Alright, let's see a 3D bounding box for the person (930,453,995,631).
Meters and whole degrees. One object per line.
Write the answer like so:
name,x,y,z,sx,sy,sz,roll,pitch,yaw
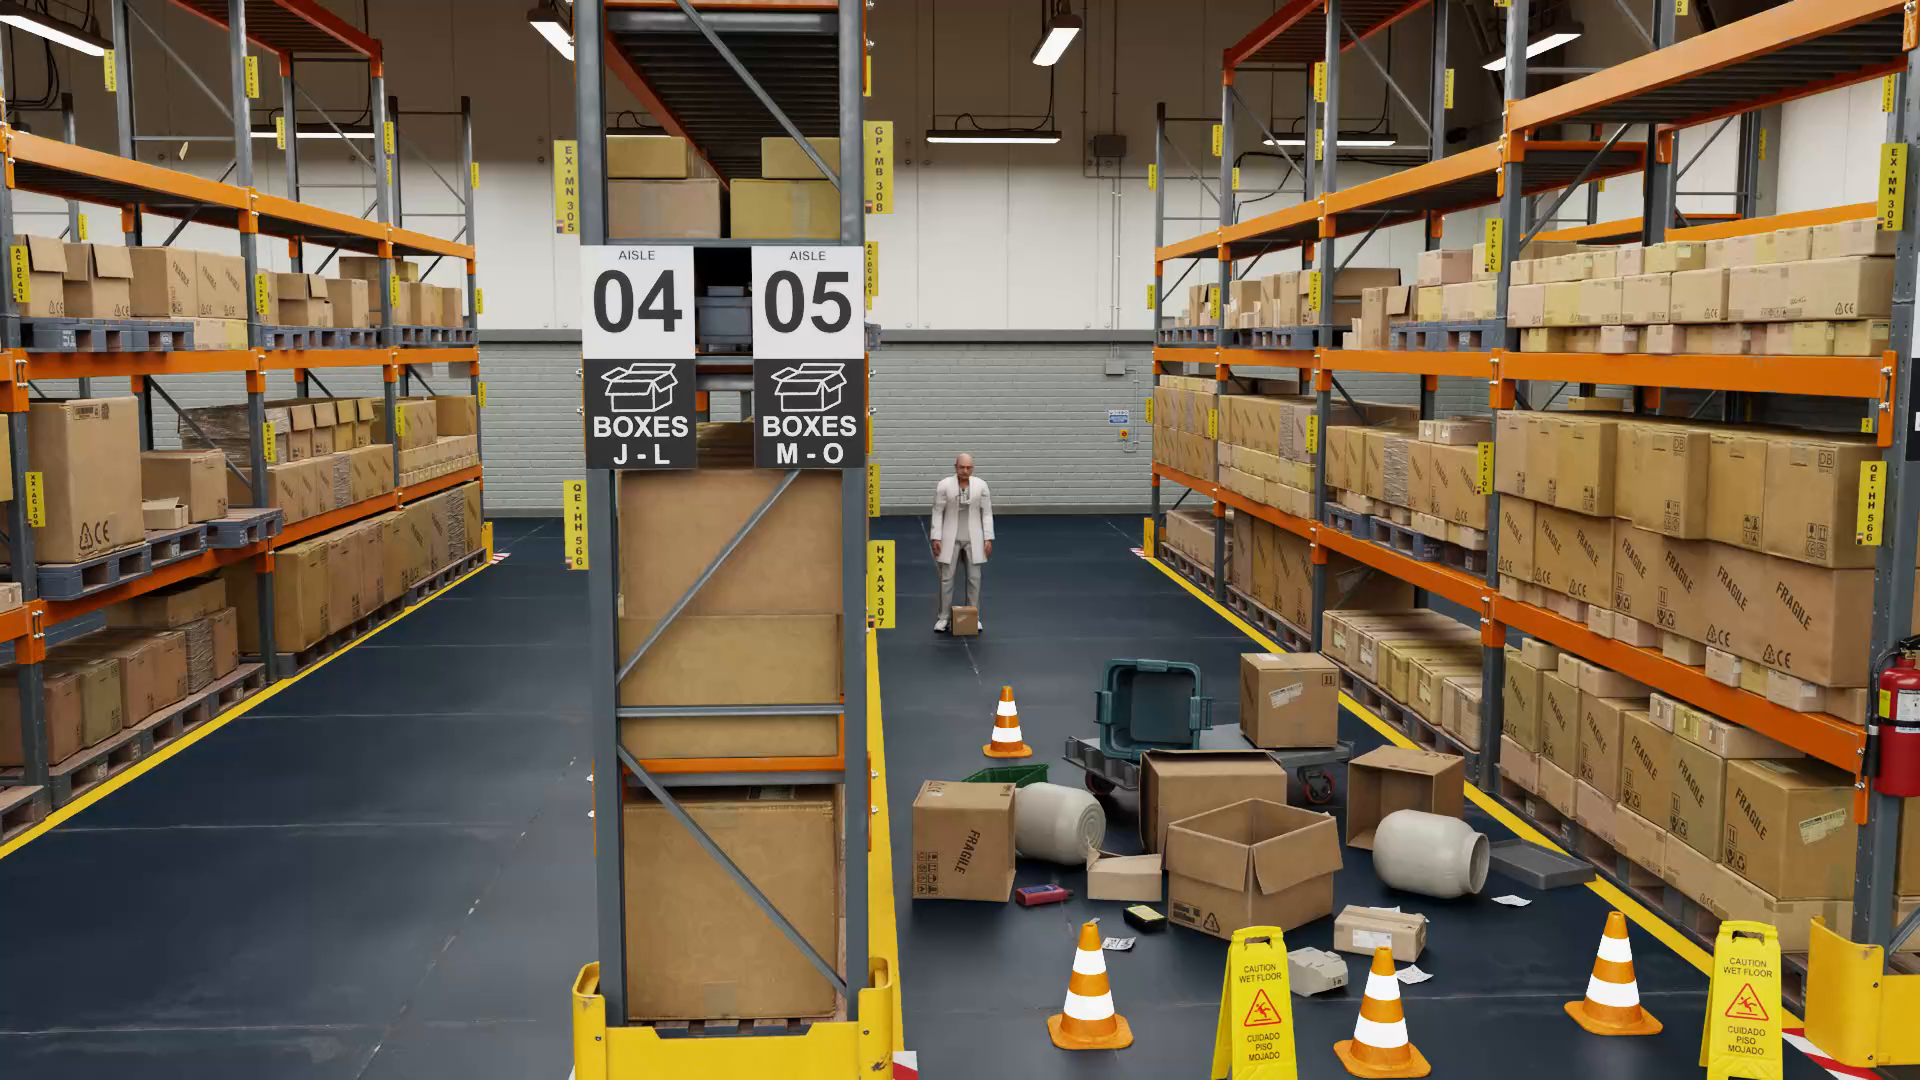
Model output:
person,0.022,0.015,16.676,0.651,1.774,0.416,0,7,-4
